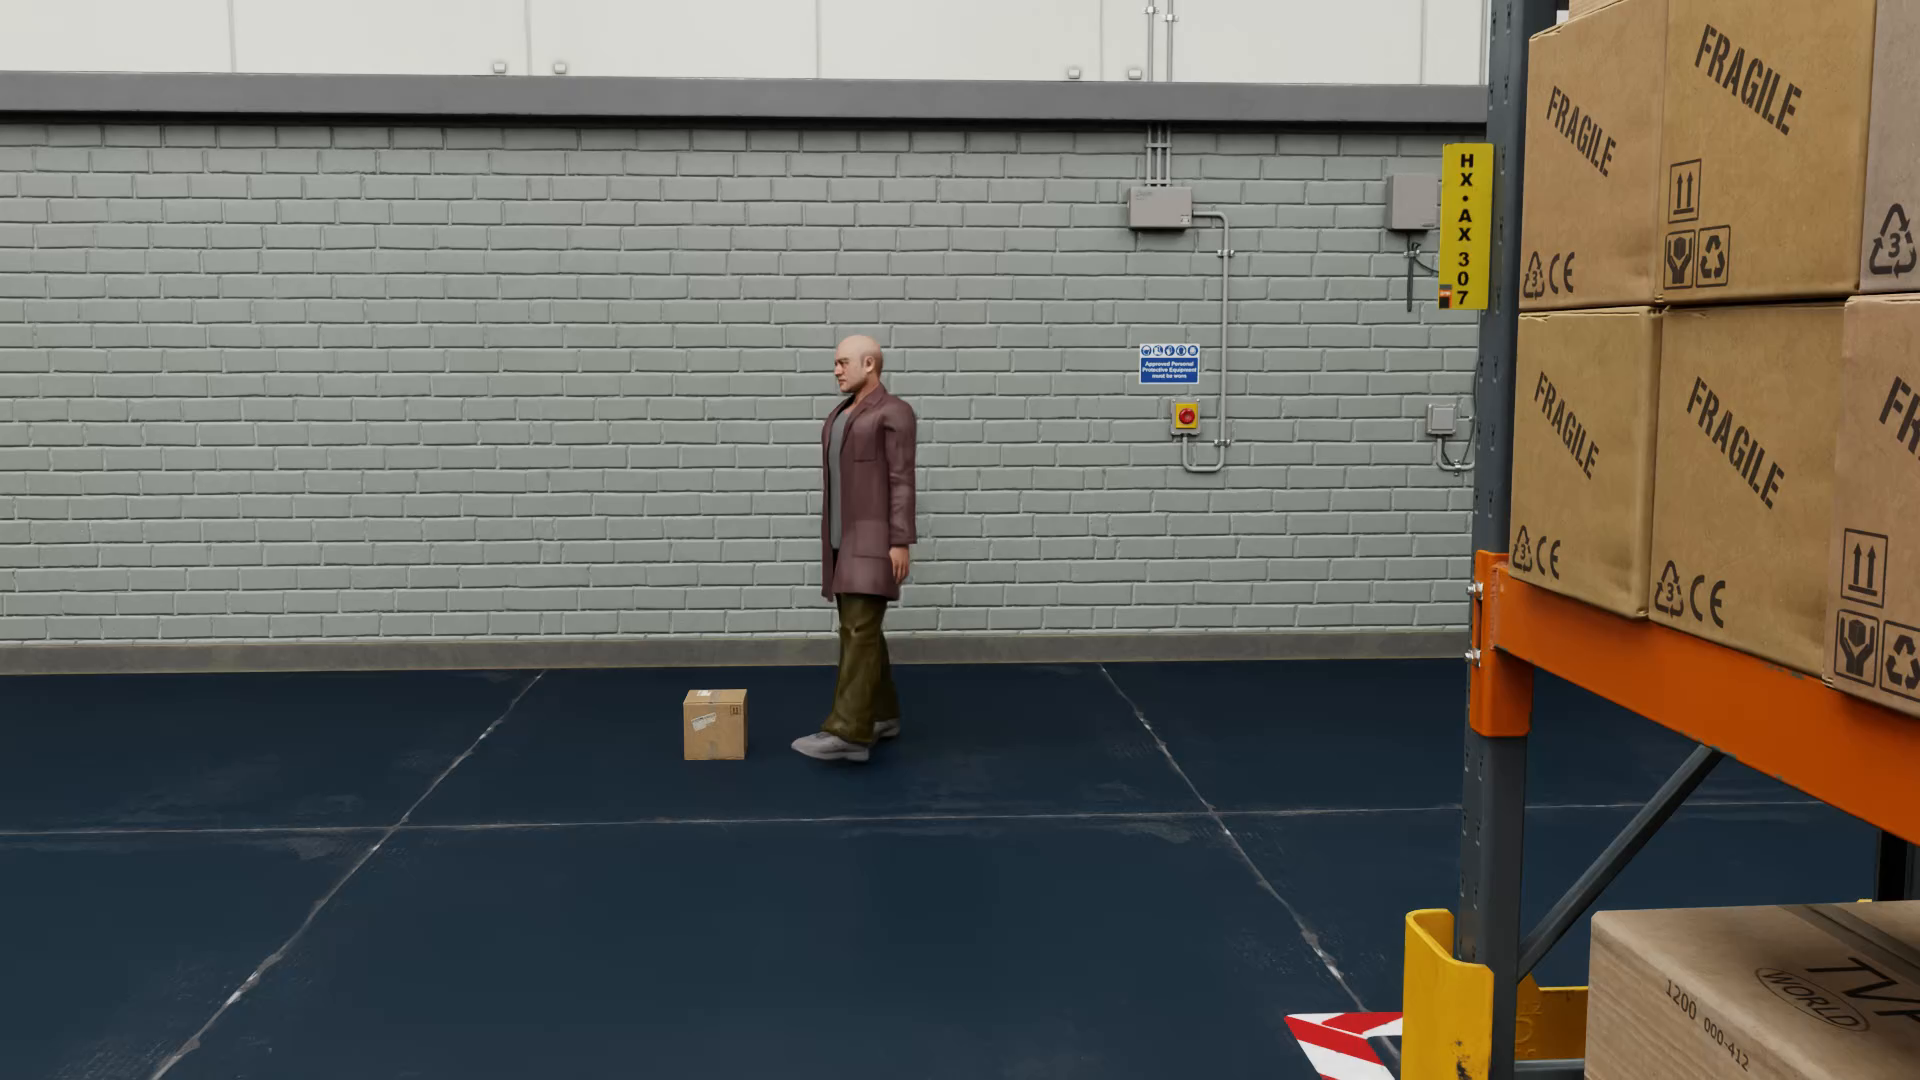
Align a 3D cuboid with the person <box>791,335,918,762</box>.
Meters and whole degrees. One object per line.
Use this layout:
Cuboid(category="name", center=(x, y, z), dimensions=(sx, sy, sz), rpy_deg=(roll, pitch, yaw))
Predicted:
Cuboid(category="person", center=(-0.497, 0.028, 7.025), dimensions=(0.726, 1.779, 0.601), rpy_deg=(-5, 8, -36))
